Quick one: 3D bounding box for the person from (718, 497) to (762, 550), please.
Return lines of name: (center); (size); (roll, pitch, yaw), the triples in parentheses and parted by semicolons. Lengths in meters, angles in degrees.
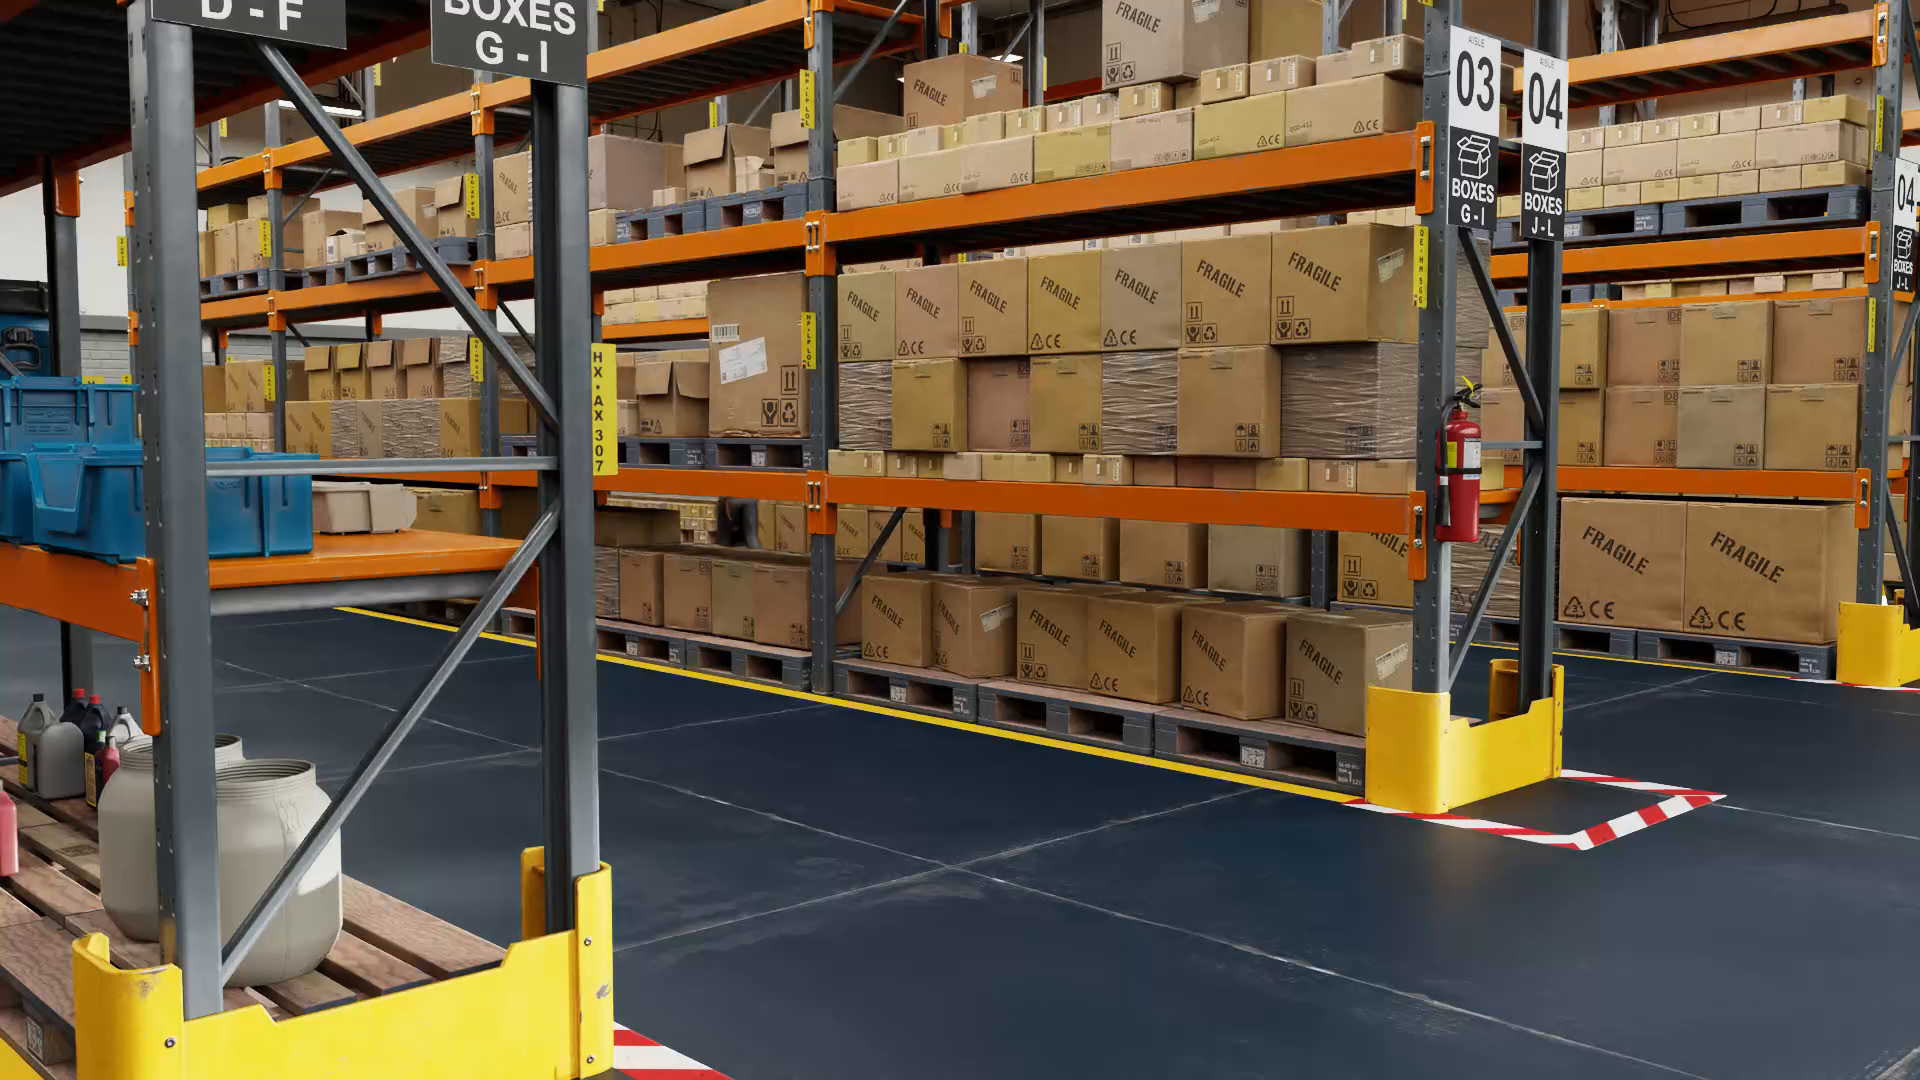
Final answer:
person: (-2.172, -0.377, 16.376); (0.448, 1.601, 0.983); (-2, 4, -25)
